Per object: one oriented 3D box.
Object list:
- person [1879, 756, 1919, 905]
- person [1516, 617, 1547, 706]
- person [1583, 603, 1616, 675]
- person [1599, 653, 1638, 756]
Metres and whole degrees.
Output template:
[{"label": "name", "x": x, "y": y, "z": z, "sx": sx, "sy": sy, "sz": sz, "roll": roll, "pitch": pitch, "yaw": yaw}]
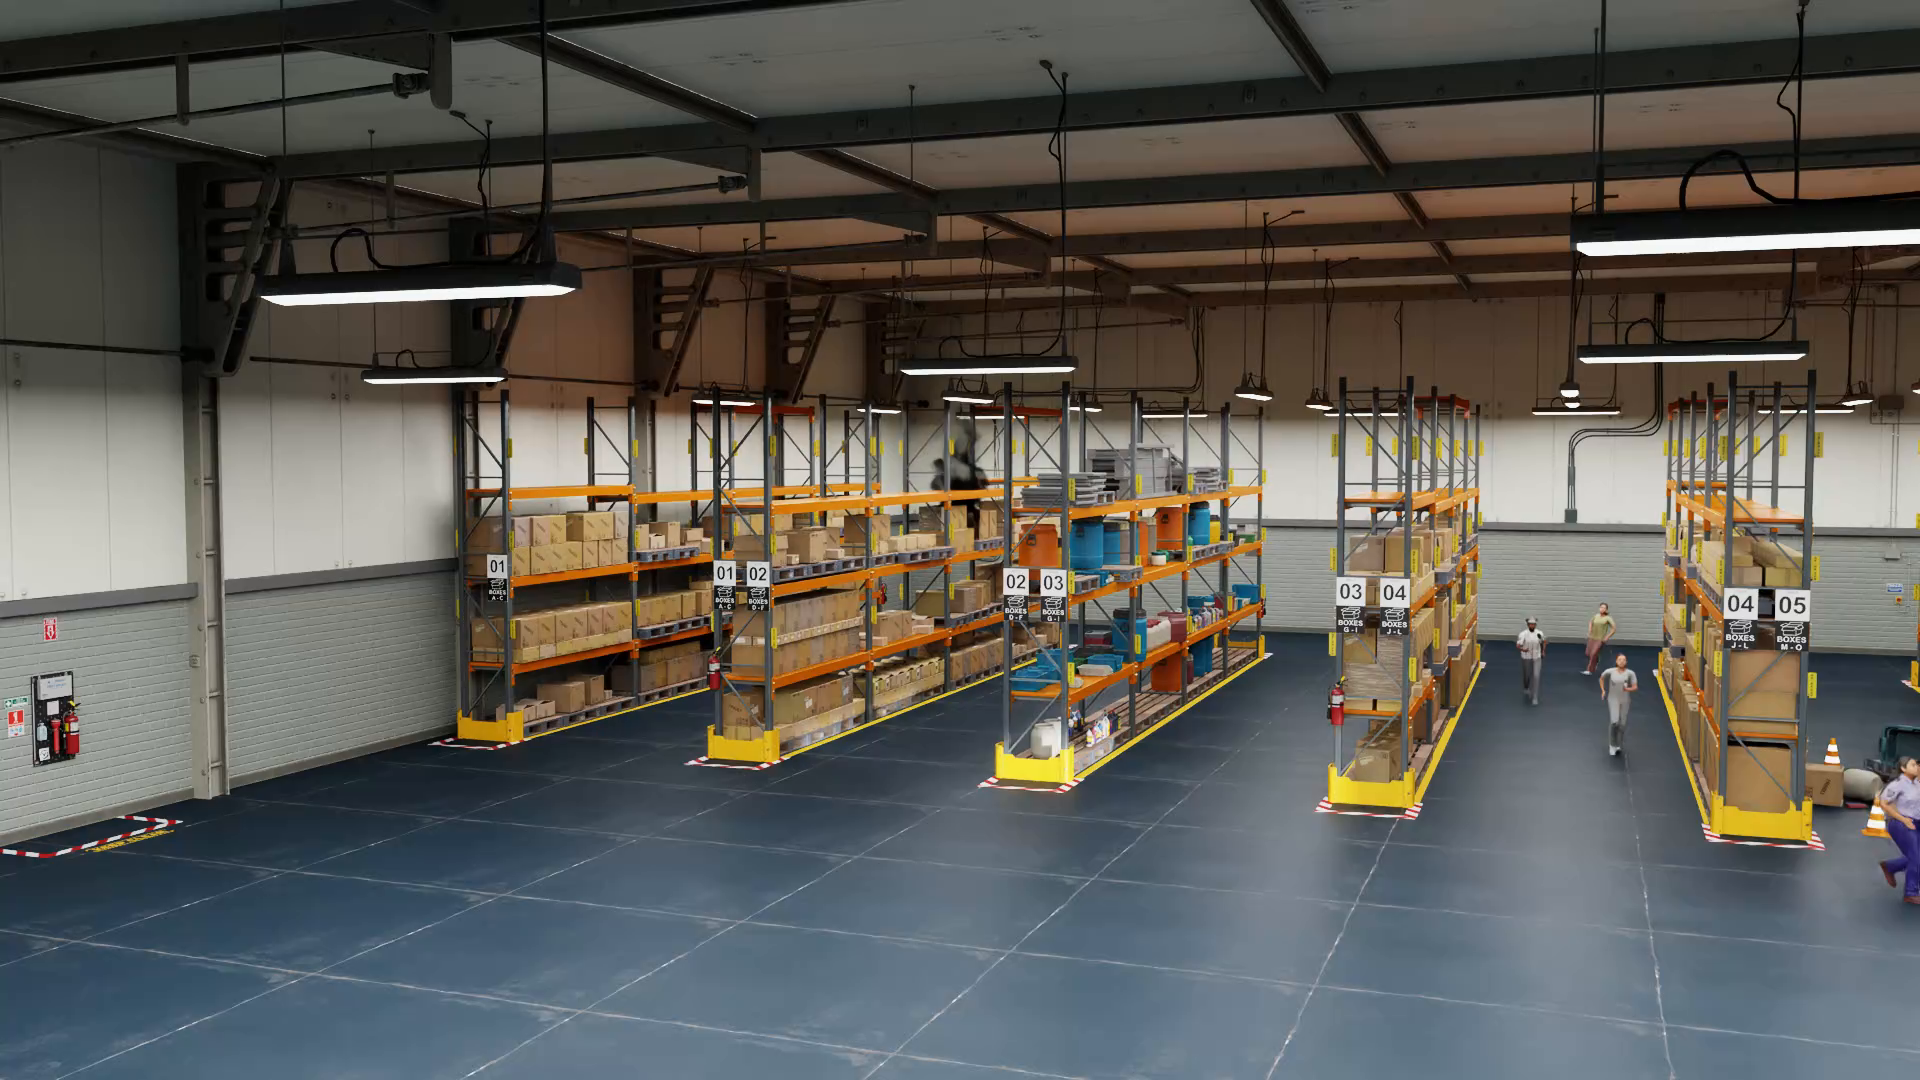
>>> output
[{"label": "person", "x": 10.462, "y": 3.187, "z": 18.416, "sx": 0.611, "sy": 1.597, "sz": 0.664, "roll": -2, "pitch": 4, "yaw": -28}, {"label": "person", "x": 11.242, "y": 2.350, "z": 32.717, "sx": 0.586, "sy": 1.702, "sz": 0.930, "roll": 1, "pitch": 3, "yaw": 14}, {"label": "person", "x": 14.139, "y": 2.184, "z": 36.649, "sx": 0.589, "sy": 1.610, "sz": 0.631, "roll": -3, "pitch": 4, "yaw": -41}, {"label": "person", "x": 10.741, "y": 2.671, "z": 27.106, "sx": 0.546, "sy": 1.679, "sz": 0.661, "roll": 1, "pitch": 3, "yaw": 12}]
